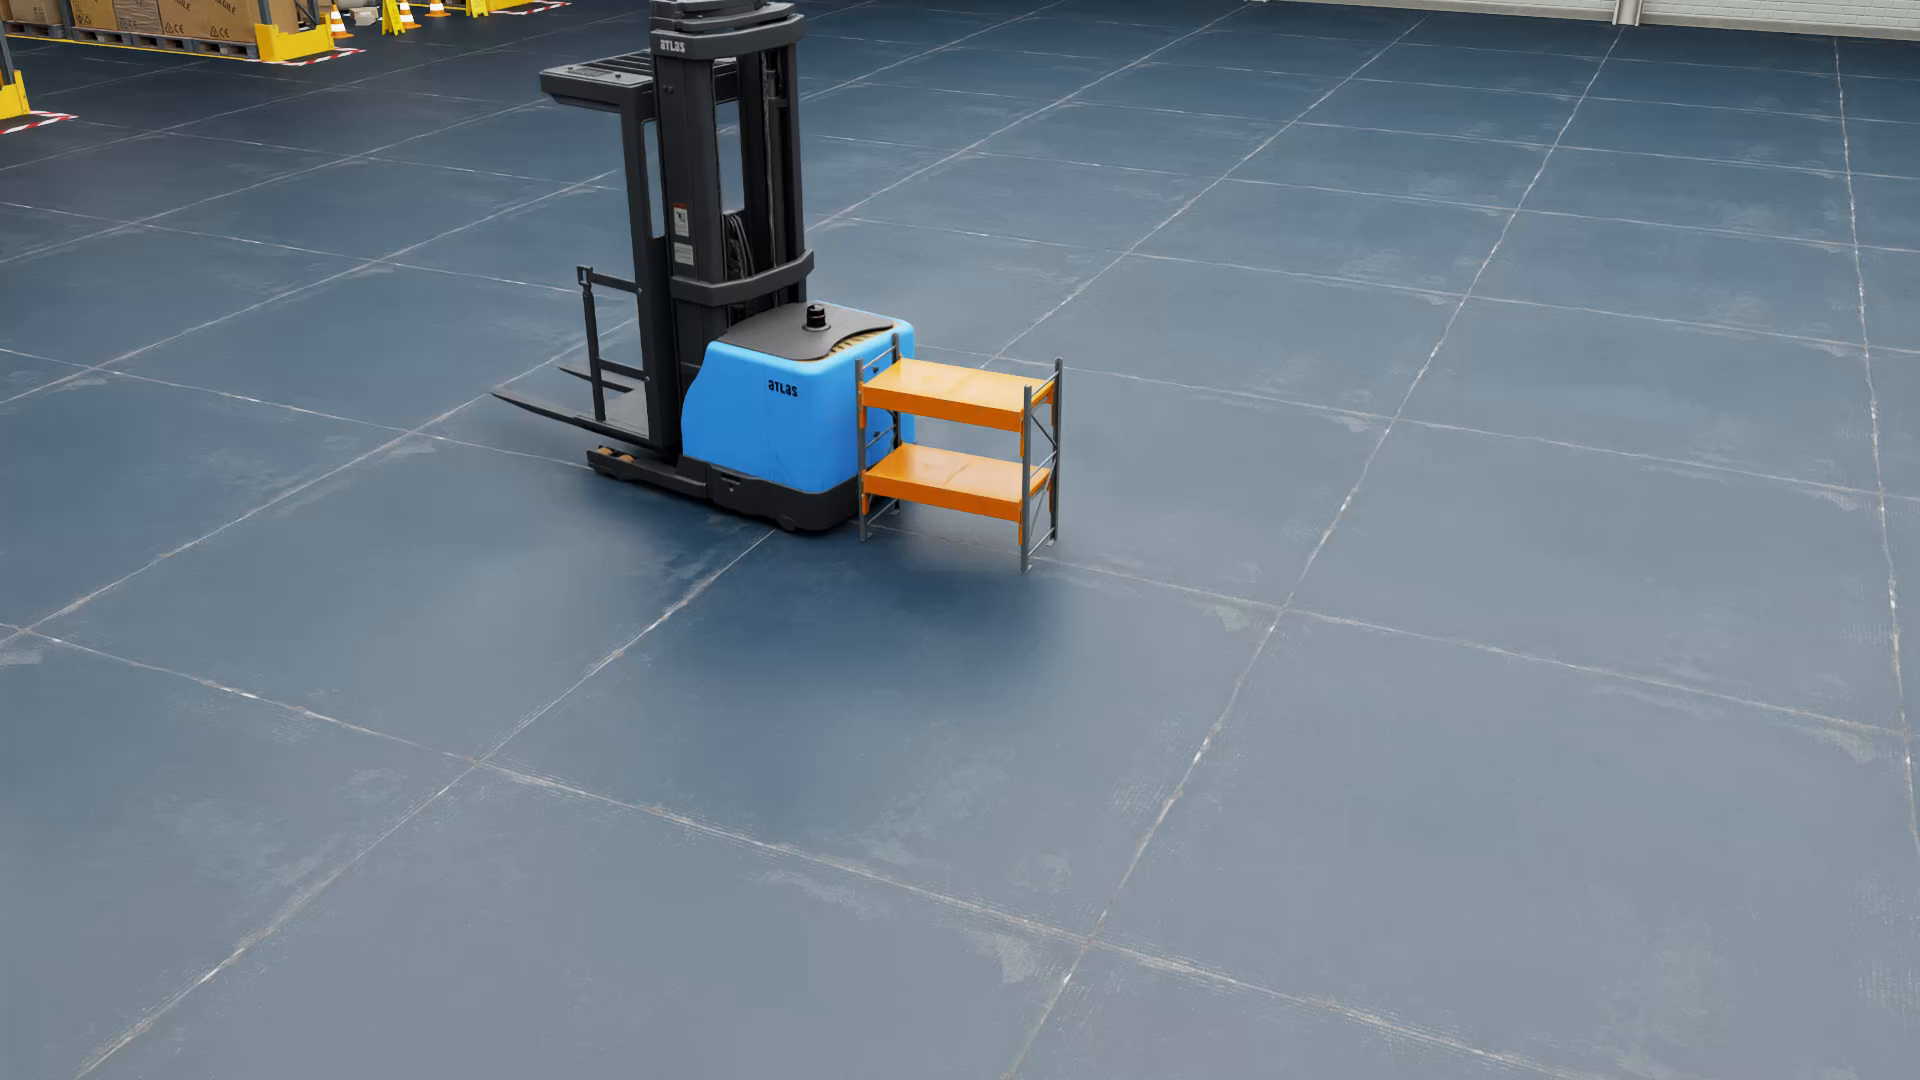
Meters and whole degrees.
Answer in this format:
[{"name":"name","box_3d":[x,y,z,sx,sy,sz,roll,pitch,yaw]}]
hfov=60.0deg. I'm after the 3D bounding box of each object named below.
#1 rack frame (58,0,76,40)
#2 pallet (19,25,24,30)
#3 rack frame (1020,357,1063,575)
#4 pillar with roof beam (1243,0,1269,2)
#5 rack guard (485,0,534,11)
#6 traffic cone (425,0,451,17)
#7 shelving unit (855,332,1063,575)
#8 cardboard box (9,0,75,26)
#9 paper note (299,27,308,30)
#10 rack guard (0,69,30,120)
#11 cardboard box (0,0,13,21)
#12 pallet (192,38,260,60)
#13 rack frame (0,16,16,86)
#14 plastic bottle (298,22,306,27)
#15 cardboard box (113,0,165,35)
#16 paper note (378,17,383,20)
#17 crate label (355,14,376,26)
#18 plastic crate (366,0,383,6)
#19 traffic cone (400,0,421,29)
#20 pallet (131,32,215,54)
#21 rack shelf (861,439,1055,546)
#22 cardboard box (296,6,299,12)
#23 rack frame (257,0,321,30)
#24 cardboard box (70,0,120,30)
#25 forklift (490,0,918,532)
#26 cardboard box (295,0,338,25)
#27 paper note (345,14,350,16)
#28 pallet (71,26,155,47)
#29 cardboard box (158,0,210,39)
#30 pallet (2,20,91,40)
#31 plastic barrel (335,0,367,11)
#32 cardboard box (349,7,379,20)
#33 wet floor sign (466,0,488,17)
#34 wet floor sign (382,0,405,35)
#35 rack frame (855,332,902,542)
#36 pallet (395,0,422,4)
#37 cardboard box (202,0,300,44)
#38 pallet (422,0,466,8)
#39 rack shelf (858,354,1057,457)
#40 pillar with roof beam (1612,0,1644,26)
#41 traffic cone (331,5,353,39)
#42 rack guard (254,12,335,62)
[{"name":"rack frame","box_3d":[-13.196,-9.076,24.788,0.127,3.000,1.000,11,28,22]},{"name":"pallet","box_3d":[-15.045,-8.158,26.081,1.213,0.211,1.003,11,28,22]},{"name":"rack frame","box_3d":[0.457,-0.413,9.315,0.032,1.125,0.500,11,28,22]},{"name":"pillar with roof beam","box_3d":[3.334,-11.606,23.136,0.400,9.000,9.100,11,28,22]},{"name":"rack guard","box_3d":[-7.667,-9.246,27.963,0.348,0.500,1.175,11,28,22]},{"name":"traffic cone","box_3d":[-8.524,-8.775,27.050,0.334,0.463,0.336,11,28,22]},{"name":"shelving unit","box_3d":[-0.006,-0.506,9.504,1.048,1.125,0.538,11,28,22]},{"name":"cardboard box","box_3d":[-13.799,-8.332,25.350,0.750,0.750,1.050,11,28,22]},{"name":"paper note","box_3d":[-10.242,-7.974,25.913,0.142,0.017,0.144,23,35,39]},{"name":"rack guard","box_3d":[-11.769,-5.261,19.870,0.348,0.500,1.175,11,28,22]},{"name":"cardboard box","box_3d":[-14.675,-8.510,25.711,0.750,0.750,1.050,11,28,22]},{"name":"pallet","box_3d":[-10.315,-7.208,24.152,1.213,0.211,1.003,11,28,22]},{"name":"rack frame","box_3d":[-11.700,-6.369,19.290,0.127,3.000,1.000,11,28,22]},{"name":"plastic bottle","box_3d":[-10.454,-8.110,26.153,0.283,0.061,0.133,2,26,4]},{"name":"cardboard box","box_3d":[-11.831,-8.005,24.543,0.875,0.875,0.875,12,28,22]},{"name":"paper note","box_3d":[-9.283,-8.394,26.764,0.142,0.019,0.148,2,26,4]},{"name":"crate label","box_3d":[-9.415,-8.239,26.330,0.298,0.136,0.250,-2,26,-5]},{"name":"plastic crate","box_3d":[-10.150,-9.158,28.261,0.583,0.080,0.402,2,26,4]},{"name":"traffic cone","box_3d":[-8.674,-8.267,26.017,0.334,0.463,0.336,11,28,22]},{"name":"pallet","box_3d":[-11.422,-7.432,24.606,1.213,0.211,1.003,11,28,22]},{"name":"rack shelf","box_3d":[-0.006,-0.287,9.612,1.000,0.278,0.538,11,28,22]},{"name":"cardboard box","box_3d":[-11.100,-8.765,26.830,0.503,0.637,0.797,11,28,22]},{"name":"rack frame","box_3d":[-9.555,-8.345,23.303,0.127,3.000,1.000,11,28,22]},{"name":"cardboard box","box_3d":[-12.653,-8.168,24.874,0.875,0.875,0.875,12,29,23]},{"name":"forklift","box_3d":[-1.760,-1.858,10.206,3.031,2.935,1.130,17,31,31]},{"name":"cardboard box","box_3d":[-10.245,-8.537,26.519,0.637,0.503,0.797,-7,27,-14]},{"name":"paper note","box_3d":[-9.994,-8.604,27.205,0.142,0.019,0.148,23,35,39]},{"name":"pallet","box_3d":[-12.537,-7.654,25.058,1.213,0.211,1.003,11,28,22]},{"name":"cardboard box","box_3d":[-11.002,-7.837,24.202,0.875,0.875,0.875,11,28,21]},{"name":"pallet","box_3d":[-13.930,-7.936,25.629,1.213,0.211,1.003,11,28,22]},{"name":"plastic barrel","box_3d":[-10.105,-8.967,27.483,0.512,0.421,0.421,-12,29,-23]},{"name":"cardboard box","box_3d":[-9.627,-8.502,26.850,0.380,0.149,0.250,-18,31,-31]},{"name":"wet floor sign","box_3d":[-7.868,-8.832,26.959,0.232,0.644,0.267,23,35,39]},{"name":"wet floor sign","box_3d":[-8.709,-8.079,25.429,0.232,0.644,0.267,6,27,13]},{"name":"rack frame","box_3d":[-0.469,-0.599,9.693,0.032,1.125,0.500,11,28,22]},{"name":"pallet","box_3d":[-9.499,-9.503,28.812,1.213,0.211,1.003,11,28,22]},{"name":"cardboard box","box_3d":[-10.200,-7.677,23.877,0.875,0.875,0.875,12,28,22]},{"name":"pallet","box_3d":[-8.392,-9.279,28.358,1.213,0.211,1.003,11,28,22]},{"name":"rack shelf","box_3d":[-0.006,-0.768,9.375,1.000,0.278,0.538,11,28,22]},{"name":"pillar with roof beam","box_3d":[8.796,-10.509,20.907,0.400,9.000,9.100,11,28,22]},{"name":"traffic cone","box_3d":[-9.451,-7.875,25.220,0.334,0.463,0.336,11,28,22]},{"name":"rack guard","box_3d":[-9.533,-7.219,23.846,0.348,0.500,1.175,11,28,22]}]
